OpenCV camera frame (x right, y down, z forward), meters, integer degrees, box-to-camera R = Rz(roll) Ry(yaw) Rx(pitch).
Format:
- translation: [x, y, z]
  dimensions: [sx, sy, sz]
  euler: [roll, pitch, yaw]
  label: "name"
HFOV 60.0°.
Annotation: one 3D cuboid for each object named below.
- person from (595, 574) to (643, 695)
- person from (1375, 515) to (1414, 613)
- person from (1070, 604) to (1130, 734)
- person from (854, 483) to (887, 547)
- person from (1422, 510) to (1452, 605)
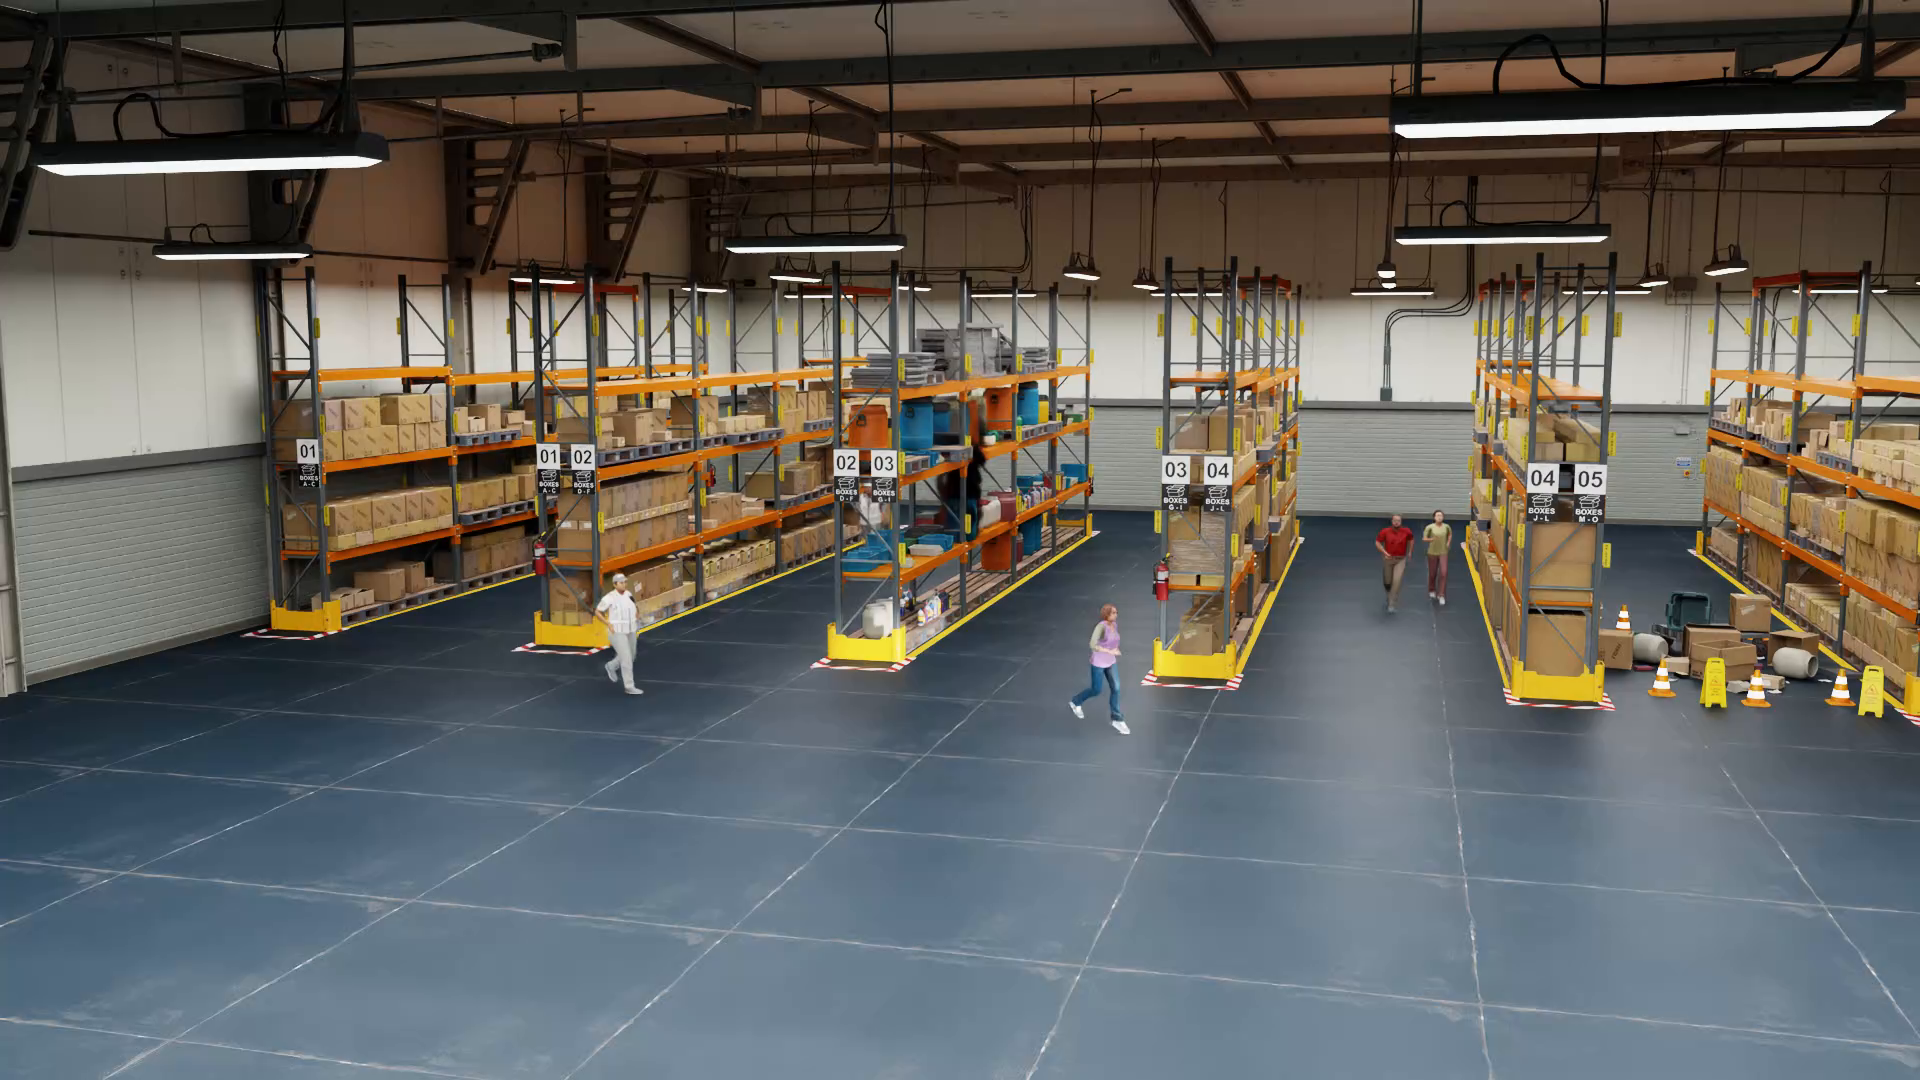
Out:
- translation: [-4.688, 1.278, 22.972]
  dimensions: [0.870, 1.639, 0.619]
  euler: [5, 9, 36]
  label: "person"
- translation: [7.787, 0.390, 29.818]
  dimensions: [0.686, 1.724, 0.953]
  euler: [2, 7, 12]
  label: "person"
- translation: [1.770, 1.576, 20.853]
  dimensions: [0.931, 1.600, 0.563]
  euler: [6, 10, 40]
  label: "person"
- translation: [-1.804, -0.326, 33.261]
  dimensions: [0.610, 1.790, 0.873]
  euler: [1, 7, 11]
  label: "person"
- translation: [8.755, 0.288, 30.500]
  dimensions: [0.566, 1.700, 0.803]
  euler: [1, 7, 8]
  label: "person"
